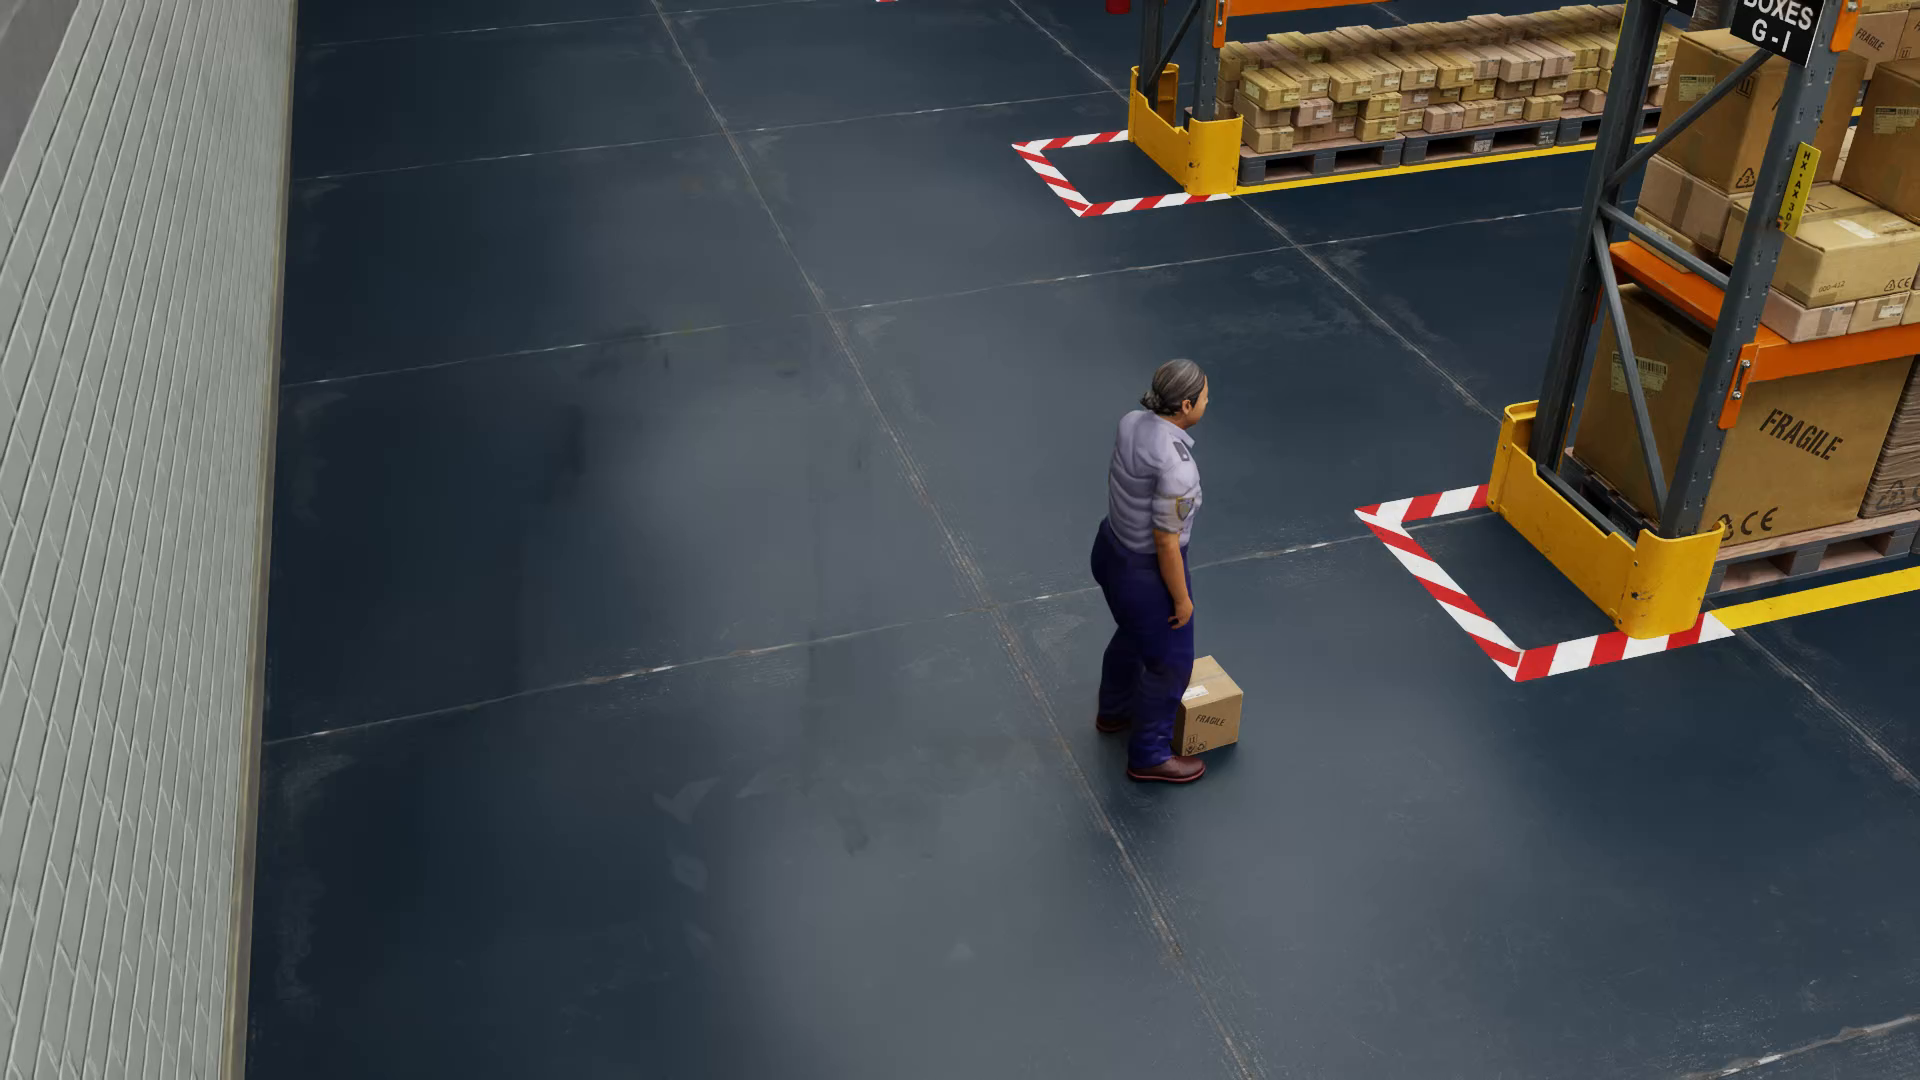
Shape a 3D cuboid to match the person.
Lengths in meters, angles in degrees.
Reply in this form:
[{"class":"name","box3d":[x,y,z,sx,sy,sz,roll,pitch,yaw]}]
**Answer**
[{"class":"person","box3d":[0.686,0.115,5.993,0.373,1.636,0.537,-10,35,-15]}]
